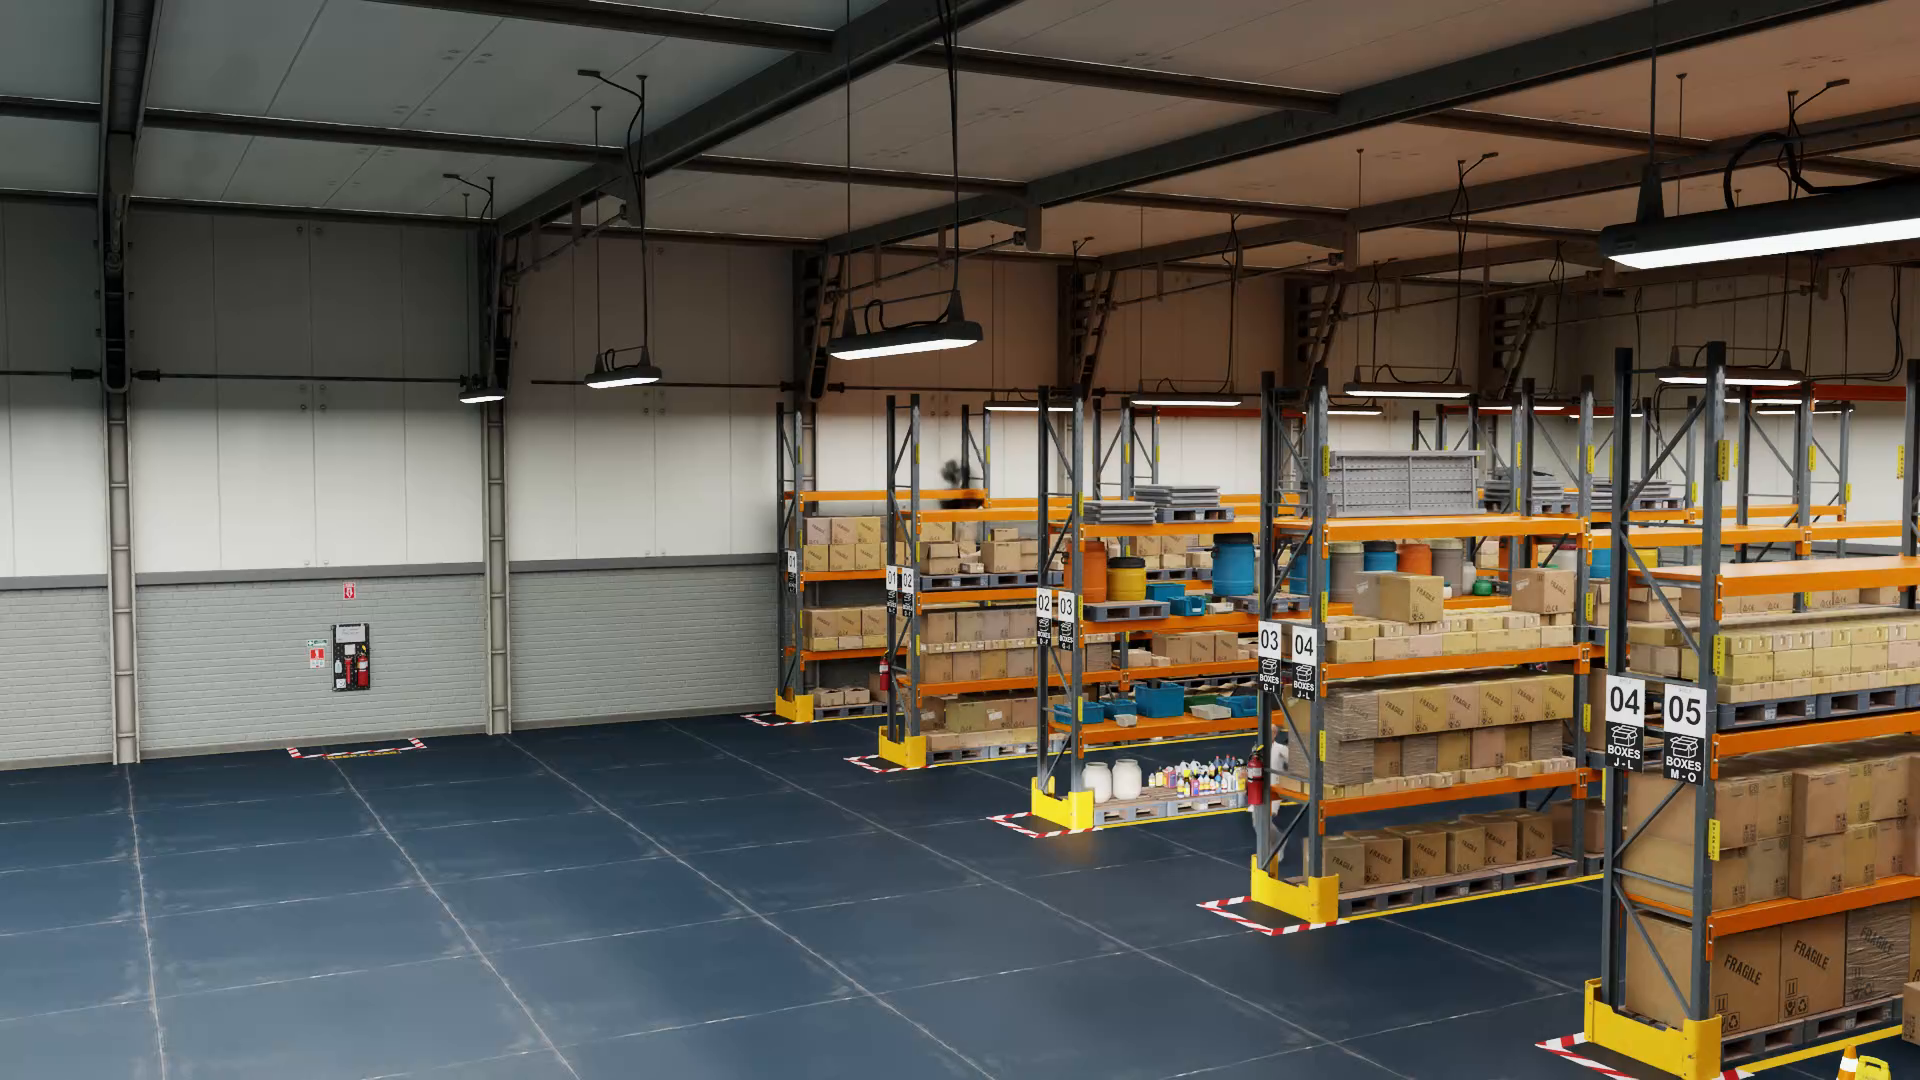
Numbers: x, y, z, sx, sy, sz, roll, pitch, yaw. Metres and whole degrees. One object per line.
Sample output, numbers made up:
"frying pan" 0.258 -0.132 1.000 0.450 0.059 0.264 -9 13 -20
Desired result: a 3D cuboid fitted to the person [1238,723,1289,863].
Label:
"person" 3.741 3.127 20.451 0.634 1.733 0.698 -3 4 -40
